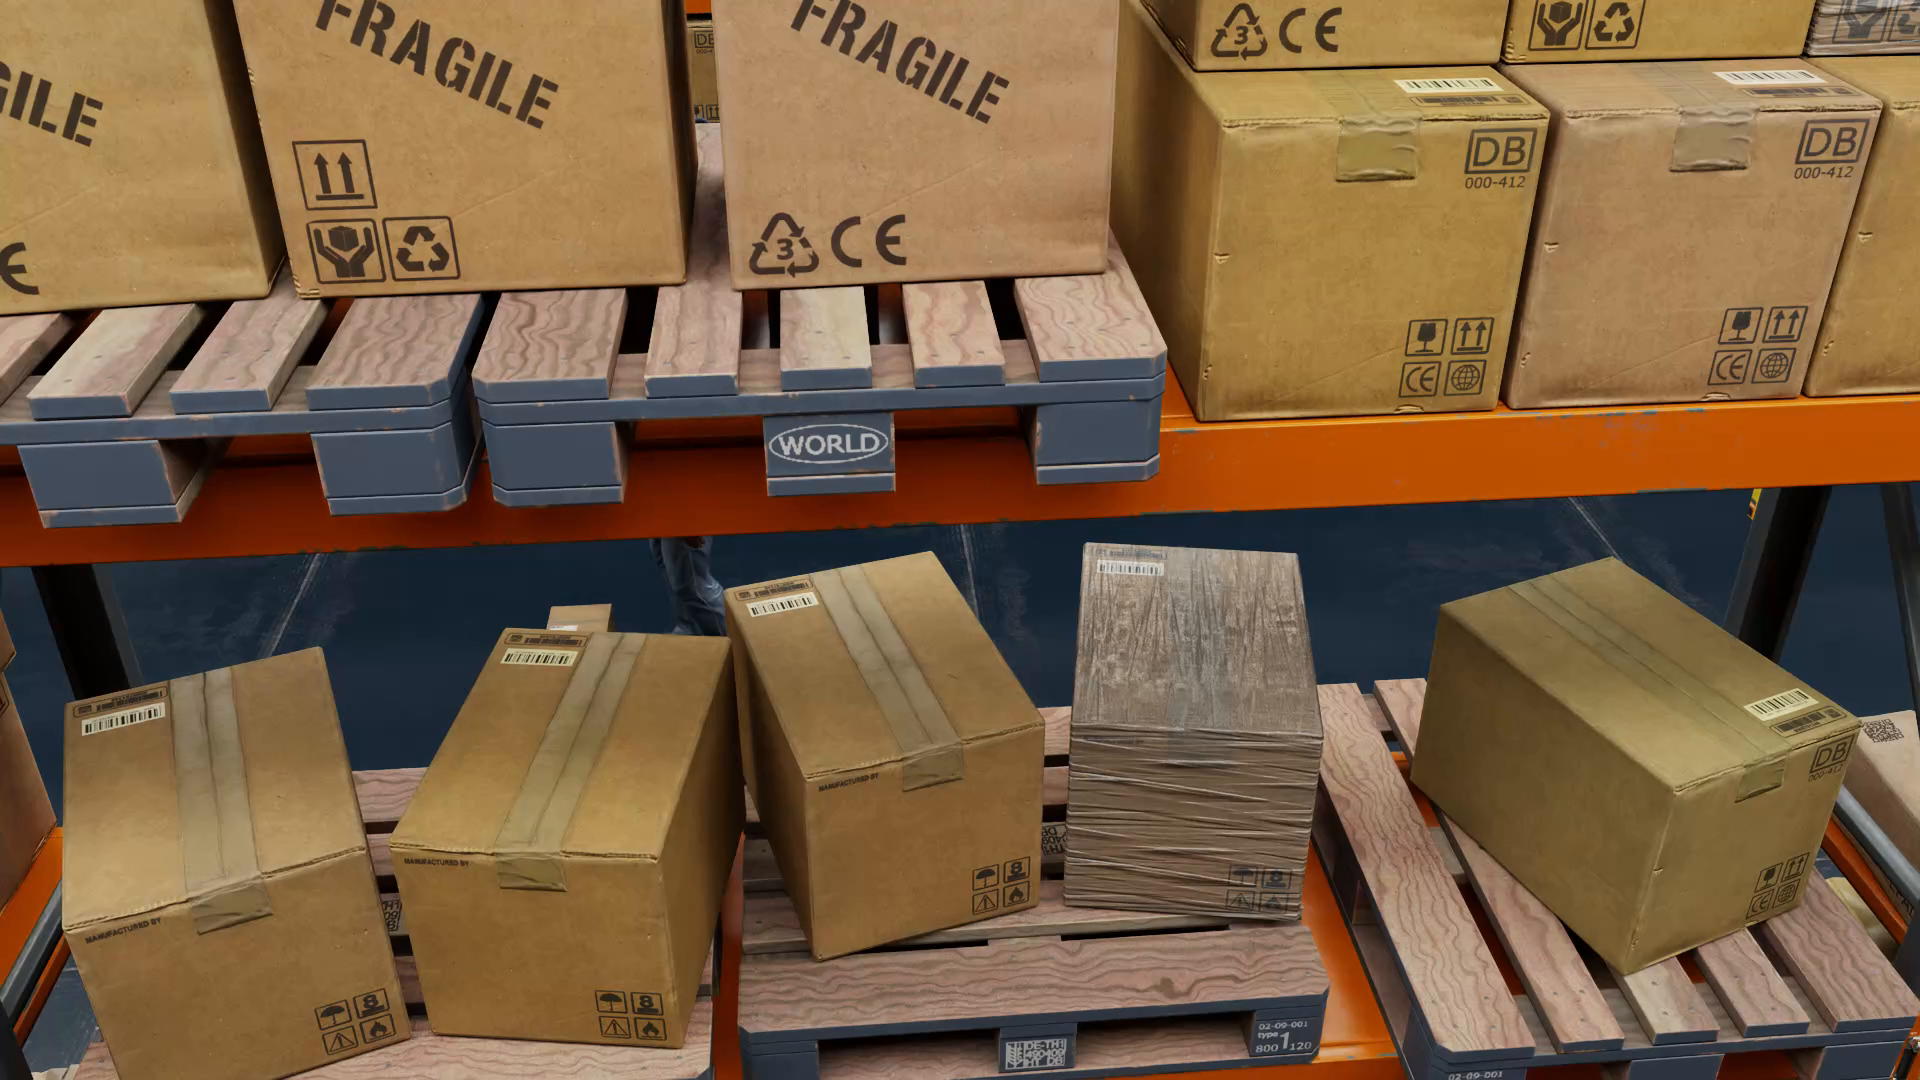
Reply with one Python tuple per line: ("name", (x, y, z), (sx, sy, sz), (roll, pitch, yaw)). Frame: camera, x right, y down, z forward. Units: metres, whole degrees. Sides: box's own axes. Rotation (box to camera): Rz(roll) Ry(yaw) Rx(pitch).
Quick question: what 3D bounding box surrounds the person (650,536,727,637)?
("person", (-1.095, -0.184, 6.514), (0.515, 1.845, 0.585), (-2, 31, -4))
